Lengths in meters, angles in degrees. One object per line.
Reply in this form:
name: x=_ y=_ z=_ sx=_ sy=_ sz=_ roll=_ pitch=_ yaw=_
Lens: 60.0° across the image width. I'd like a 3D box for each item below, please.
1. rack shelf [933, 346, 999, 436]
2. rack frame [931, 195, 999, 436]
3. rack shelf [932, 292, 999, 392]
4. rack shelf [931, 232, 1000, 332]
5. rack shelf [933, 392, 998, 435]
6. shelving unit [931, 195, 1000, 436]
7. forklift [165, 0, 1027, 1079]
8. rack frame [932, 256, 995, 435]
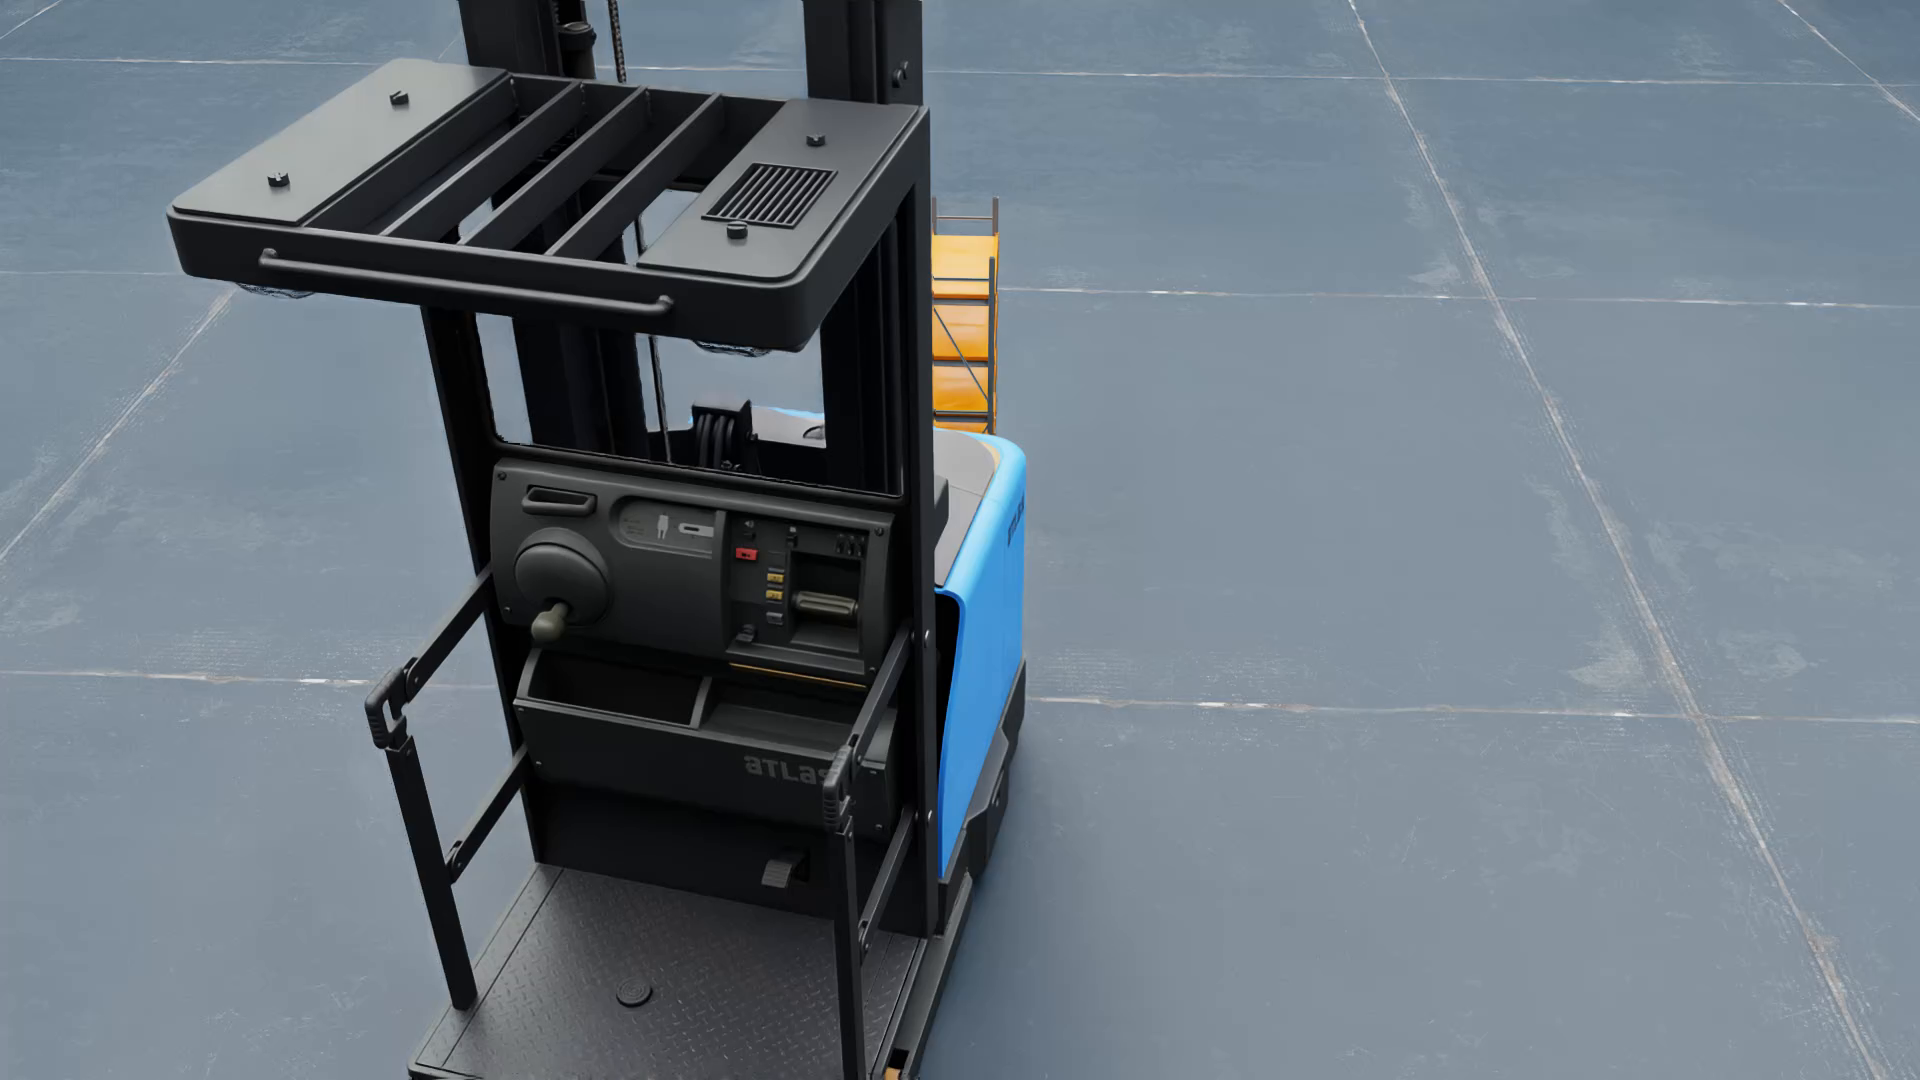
rack shelf: x=0.007 y=-0.531 z=6.079 sx=0.258 sy=0.148 sz=0.480 roll=1 pitch=35 yaw=2
rack frame: x=0.016 y=-0.726 z=6.240 sx=0.240 sy=1.200 sz=0.015 roll=1 pitch=35 yaw=2
rack shelf: x=0.007 y=-0.714 z=5.950 sx=0.258 sy=0.148 sz=0.480 roll=1 pitch=35 yaw=2
rack shelf: x=0.007 y=-0.907 z=5.814 sx=0.258 sy=0.148 sz=0.480 roll=1 pitch=35 yaw=2
rack shelf: x=0.007 y=-0.368 z=6.193 sx=0.258 sy=0.148 sz=0.480 roll=1 pitch=35 yaw=2
shelving unit: x=0.007 y=-0.586 z=6.040 sx=0.258 sy=1.200 sz=0.503 roll=1 pitch=35 yaw=2
forklift: x=-0.655 y=0.137 z=3.506 sx=1.130 sy=2.935 sz=3.031 roll=8 pitch=36 yaw=12
rack frame: x=-0.003 y=-0.446 z=5.841 sx=0.240 sy=1.200 sz=0.015 roll=1 pitch=35 yaw=2
